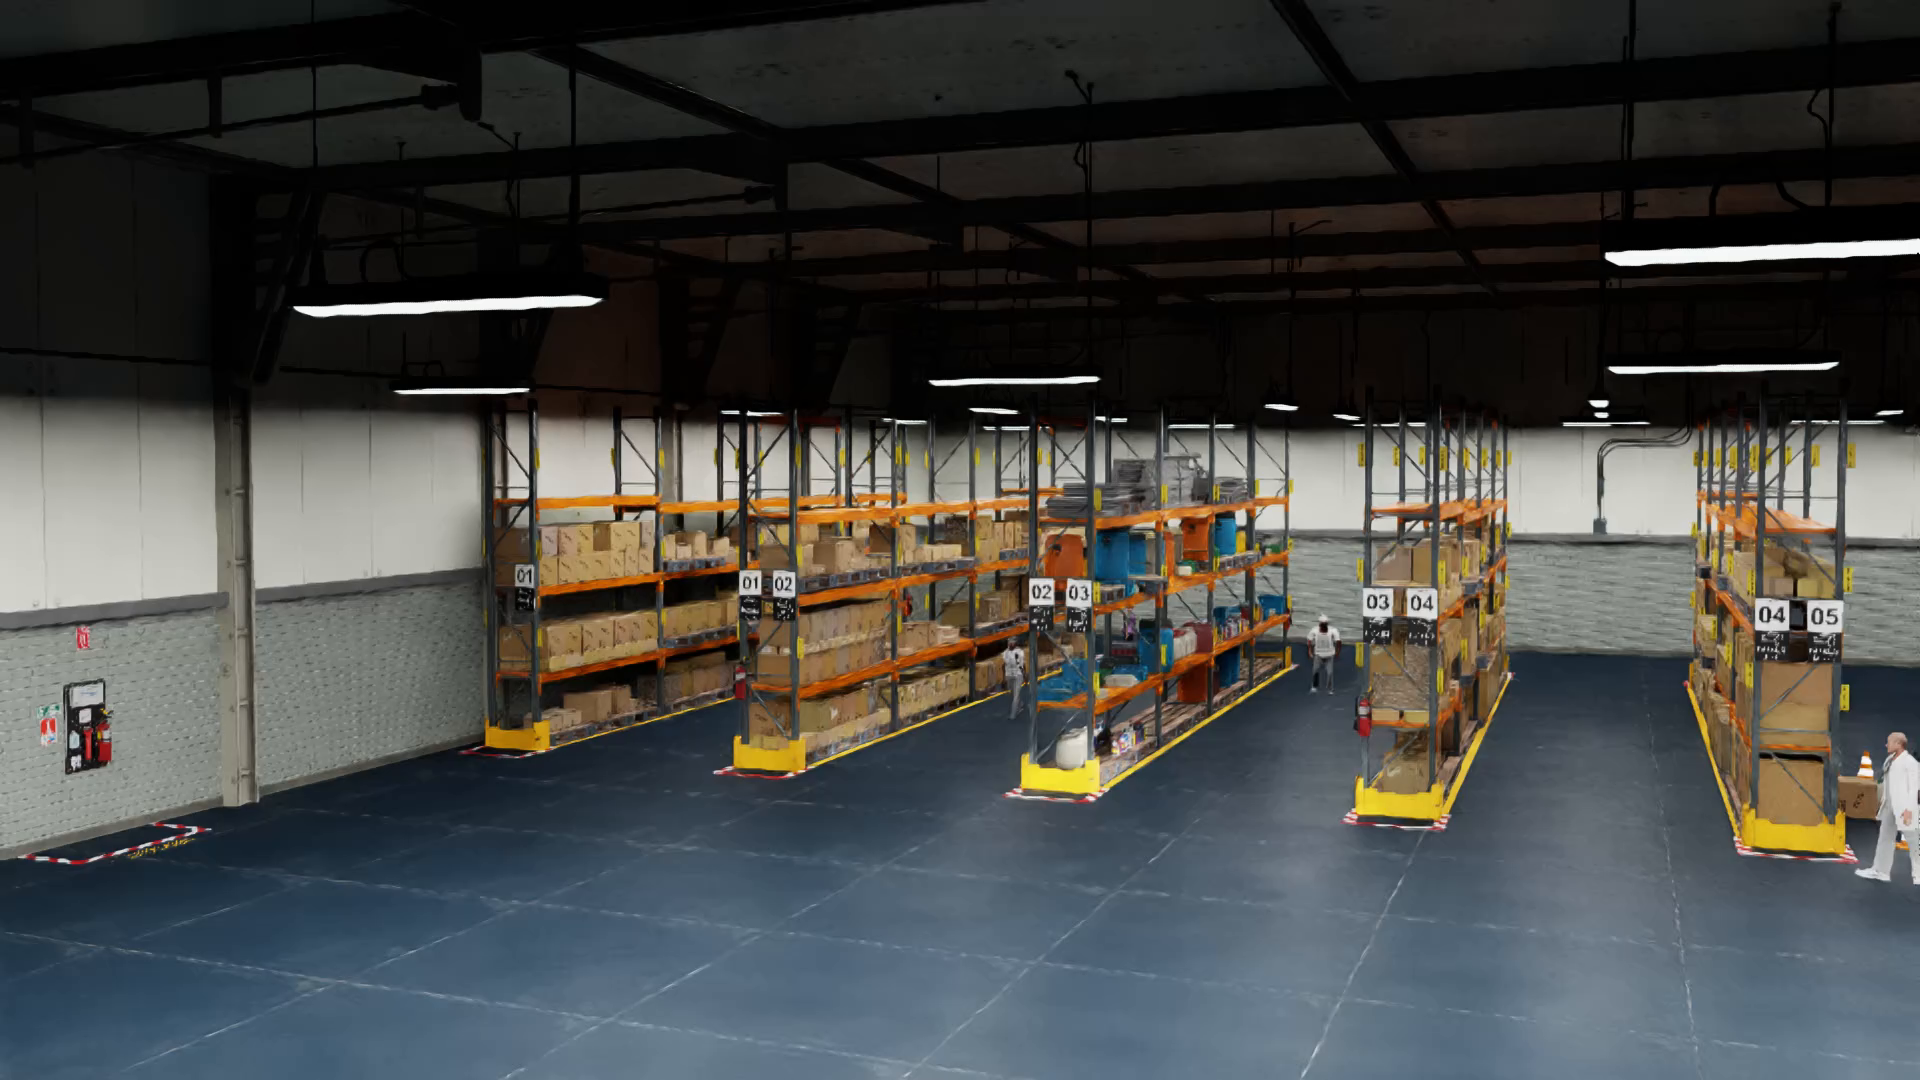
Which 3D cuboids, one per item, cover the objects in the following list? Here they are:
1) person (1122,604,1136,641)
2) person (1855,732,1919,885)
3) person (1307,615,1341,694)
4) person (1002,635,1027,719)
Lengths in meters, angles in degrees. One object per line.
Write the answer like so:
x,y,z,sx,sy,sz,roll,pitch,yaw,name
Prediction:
4.045,2.231,40.058,0.458,1.592,0.605,1,3,18,person
11.035,3.146,19.596,0.681,1.774,0.699,0,3,-2,person
7.678,2.421,35.136,0.719,1.714,0.578,1,3,19,person
1.031,2.611,32.006,0.456,1.589,1.088,1,3,24,person
